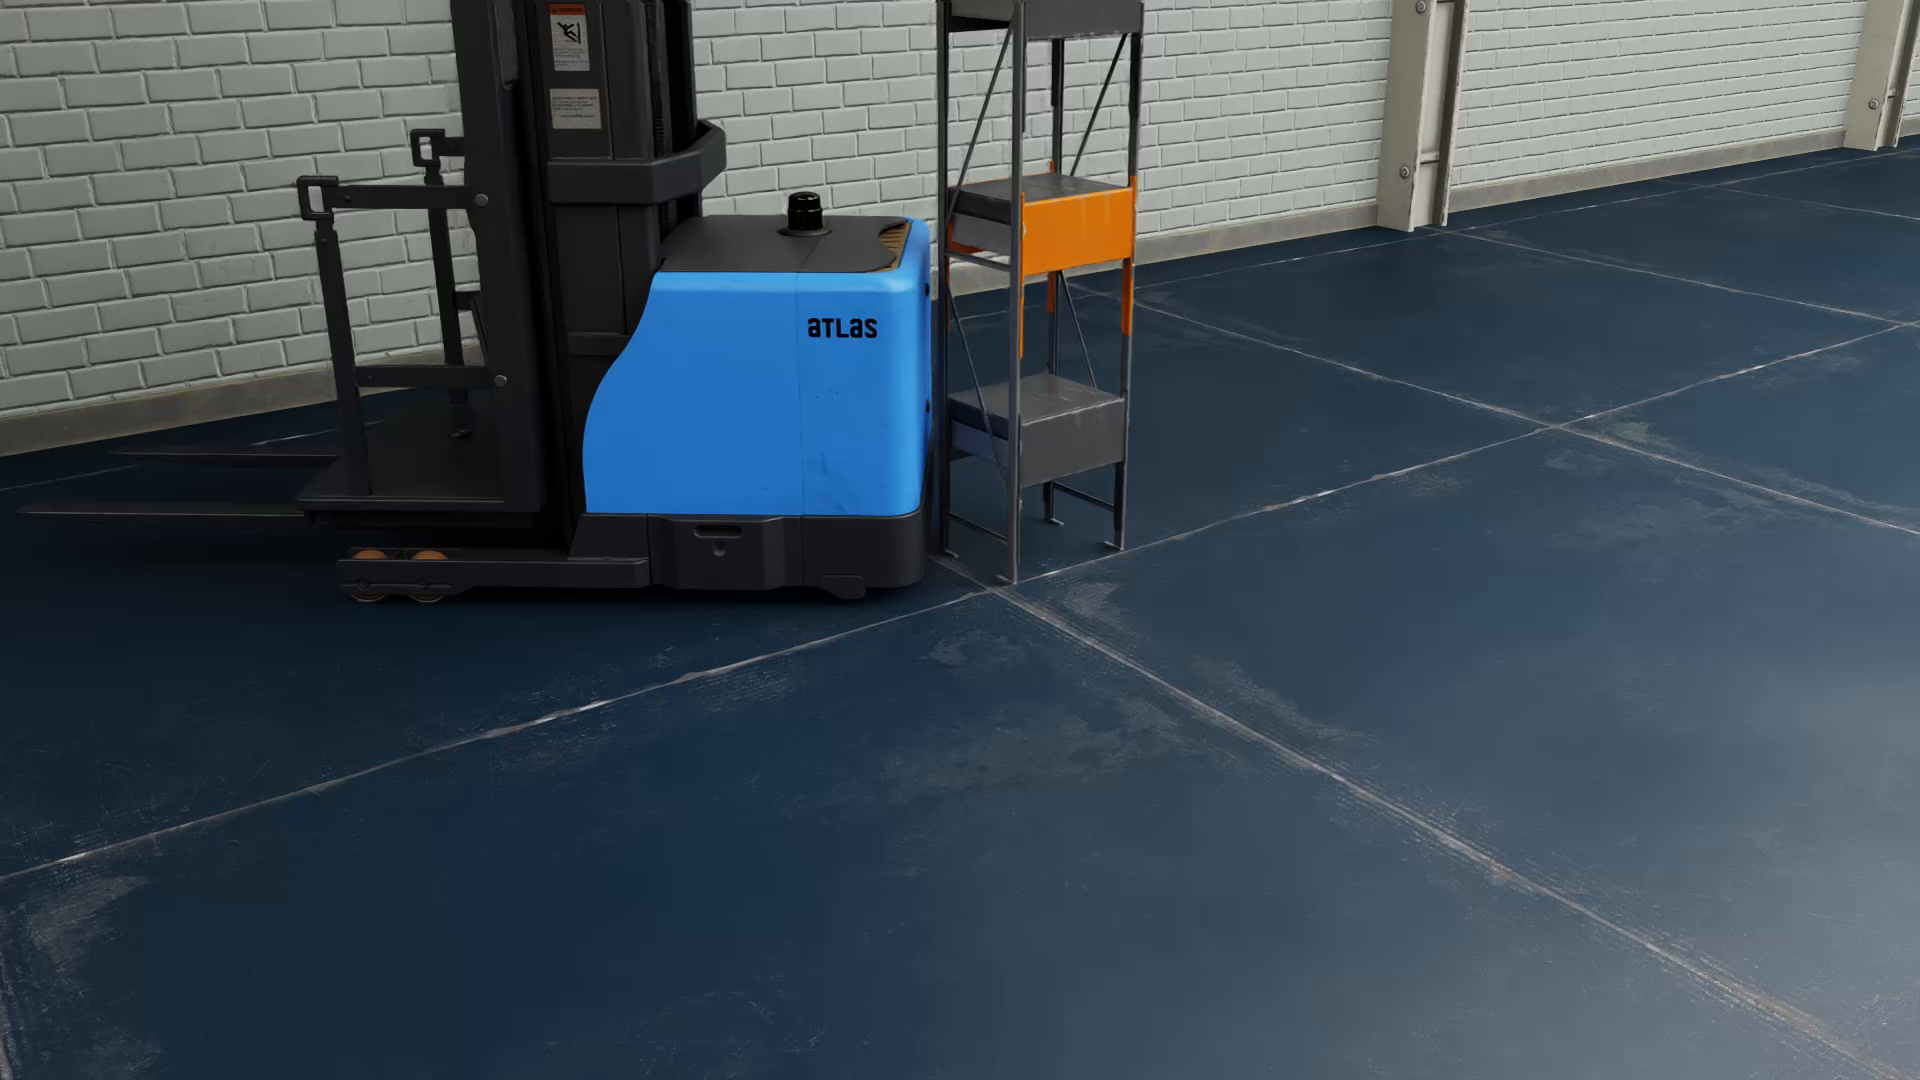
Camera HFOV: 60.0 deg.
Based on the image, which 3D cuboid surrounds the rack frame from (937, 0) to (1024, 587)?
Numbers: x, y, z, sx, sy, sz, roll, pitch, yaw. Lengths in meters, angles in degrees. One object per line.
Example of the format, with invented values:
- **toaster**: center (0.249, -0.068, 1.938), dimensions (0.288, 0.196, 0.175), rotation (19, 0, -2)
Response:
- **rack frame**: center (0.058, -0.879, 5.267), dimensions (0.015, 2.100, 0.400), rotation (-16, 27, -35)

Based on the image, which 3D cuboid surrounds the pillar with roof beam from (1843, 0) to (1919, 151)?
- **pillar with roof beam**: center (10.424, -6.313, 9.575), dimensions (0.400, 9.000, 9.100), rotation (-15, 26, -33)

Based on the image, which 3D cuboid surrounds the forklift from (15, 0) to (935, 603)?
- **forklift**: center (-1.620, -1.352, 5.331), dimensions (3.031, 2.935, 1.130), rotation (1, 22, 2)

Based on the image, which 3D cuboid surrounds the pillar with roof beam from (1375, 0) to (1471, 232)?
- **pillar with roof beam**: center (5.554, -5.014, 6.320), dimensions (0.400, 9.000, 9.100), rotation (-15, 26, -33)

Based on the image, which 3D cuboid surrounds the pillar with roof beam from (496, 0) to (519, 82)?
- **pillar with roof beam**: center (0.683, -3.716, 3.066), dimensions (0.400, 9.000, 9.100), rotation (-15, 26, -33)

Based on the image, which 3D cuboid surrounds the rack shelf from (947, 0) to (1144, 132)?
- **rack shelf**: center (0.249, -1.573, 5.154), dimensions (0.480, 0.518, 0.431), rotation (-16, 27, -35)

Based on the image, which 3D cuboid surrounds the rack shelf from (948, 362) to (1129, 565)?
- **rack shelf**: center (0.249, -0.273, 5.673), dimensions (0.480, 0.518, 0.431), rotation (-16, 27, -35)

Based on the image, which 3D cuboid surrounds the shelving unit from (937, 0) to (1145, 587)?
- **shelving unit**: center (0.249, -0.936, 5.408), dimensions (0.503, 2.100, 0.431), rotation (-16, 27, -35)

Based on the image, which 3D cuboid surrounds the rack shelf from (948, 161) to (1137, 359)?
- **rack shelf**: center (0.249, -0.923, 5.413), dimensions (0.480, 0.518, 0.431), rotation (-16, 27, -35)

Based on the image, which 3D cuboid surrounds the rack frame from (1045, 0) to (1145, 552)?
- **rack frame**: center (0.440, -0.992, 5.550), dimensions (0.015, 2.100, 0.400), rotation (-16, 27, -35)
